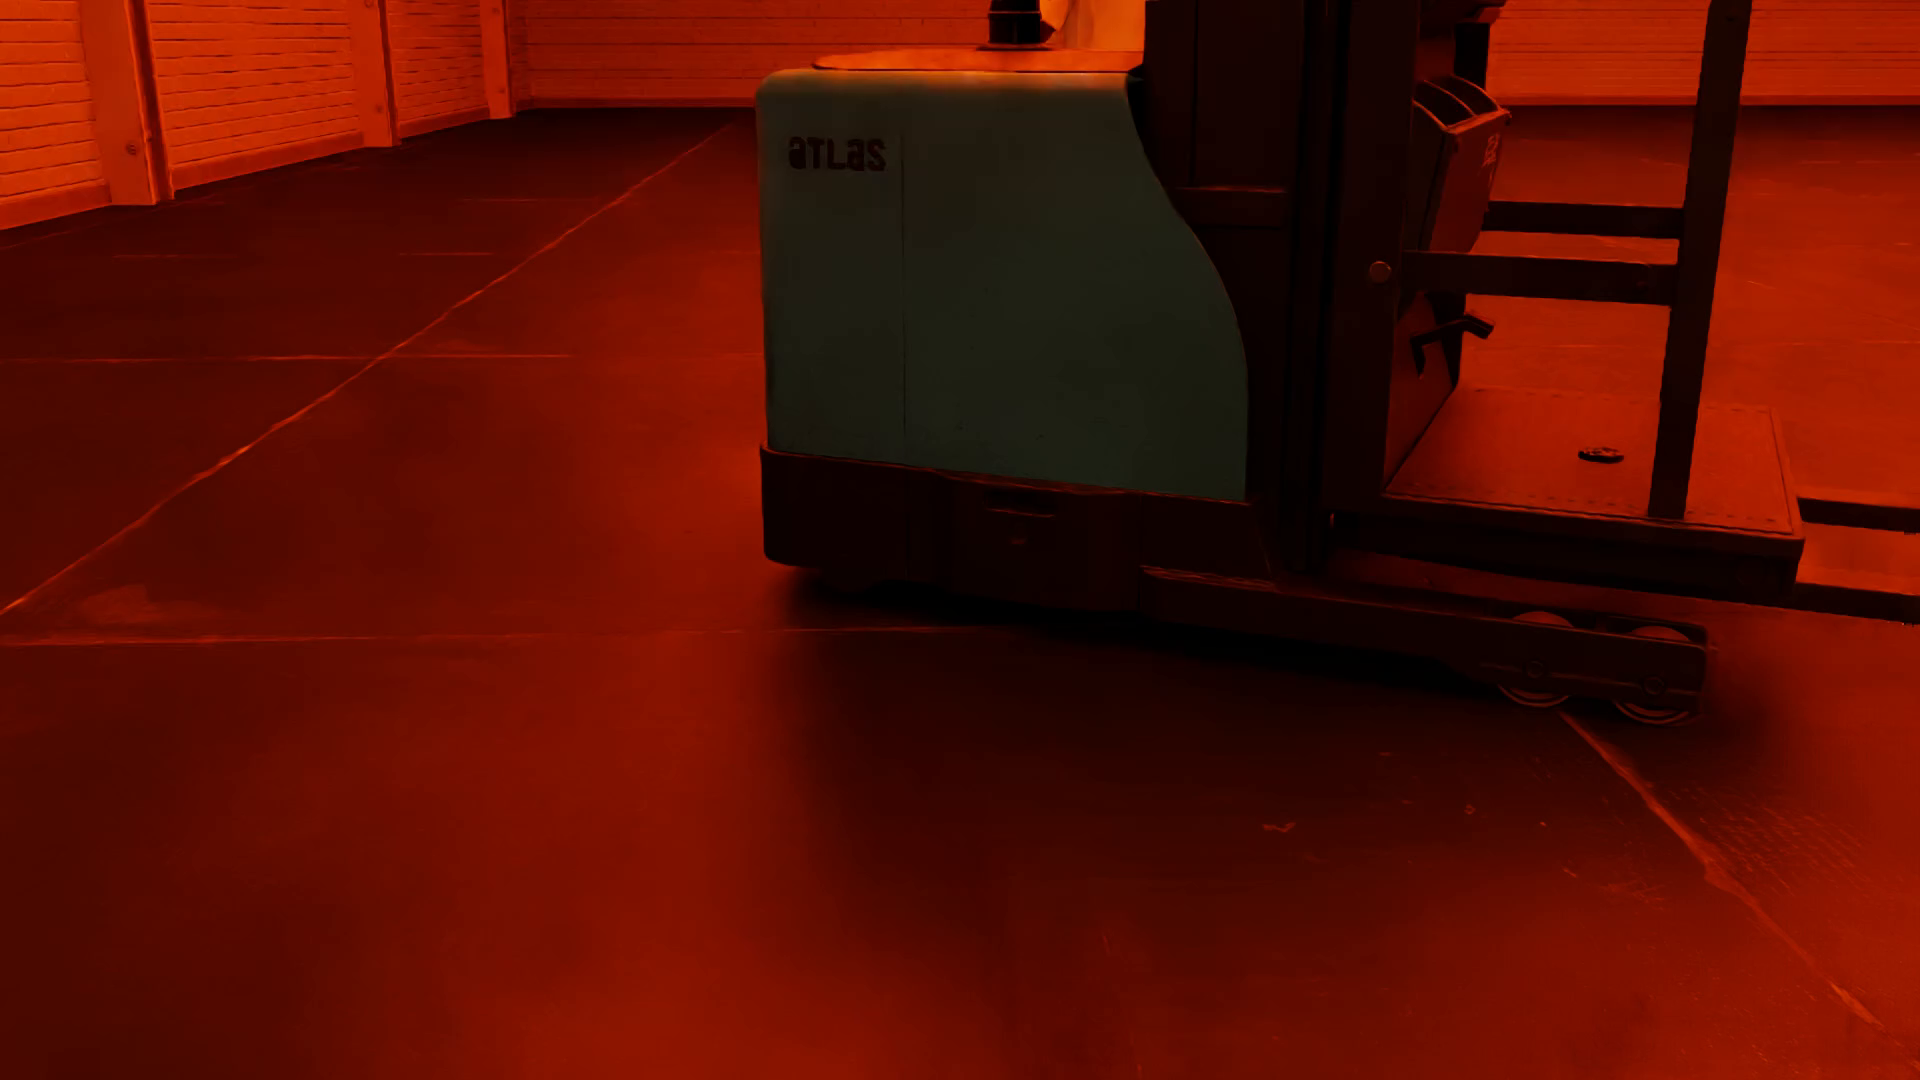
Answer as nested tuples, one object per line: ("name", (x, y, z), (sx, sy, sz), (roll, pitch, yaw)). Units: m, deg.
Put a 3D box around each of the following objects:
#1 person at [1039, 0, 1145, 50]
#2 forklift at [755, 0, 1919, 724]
("person", (0.513, -1.587, 6.163), (0.788, 1.724, 0.527), (-1, 17, -3))
("forklift", (1.143, -1.259, 3.025), (3.031, 2.935, 1.130), (7, 18, 22))
